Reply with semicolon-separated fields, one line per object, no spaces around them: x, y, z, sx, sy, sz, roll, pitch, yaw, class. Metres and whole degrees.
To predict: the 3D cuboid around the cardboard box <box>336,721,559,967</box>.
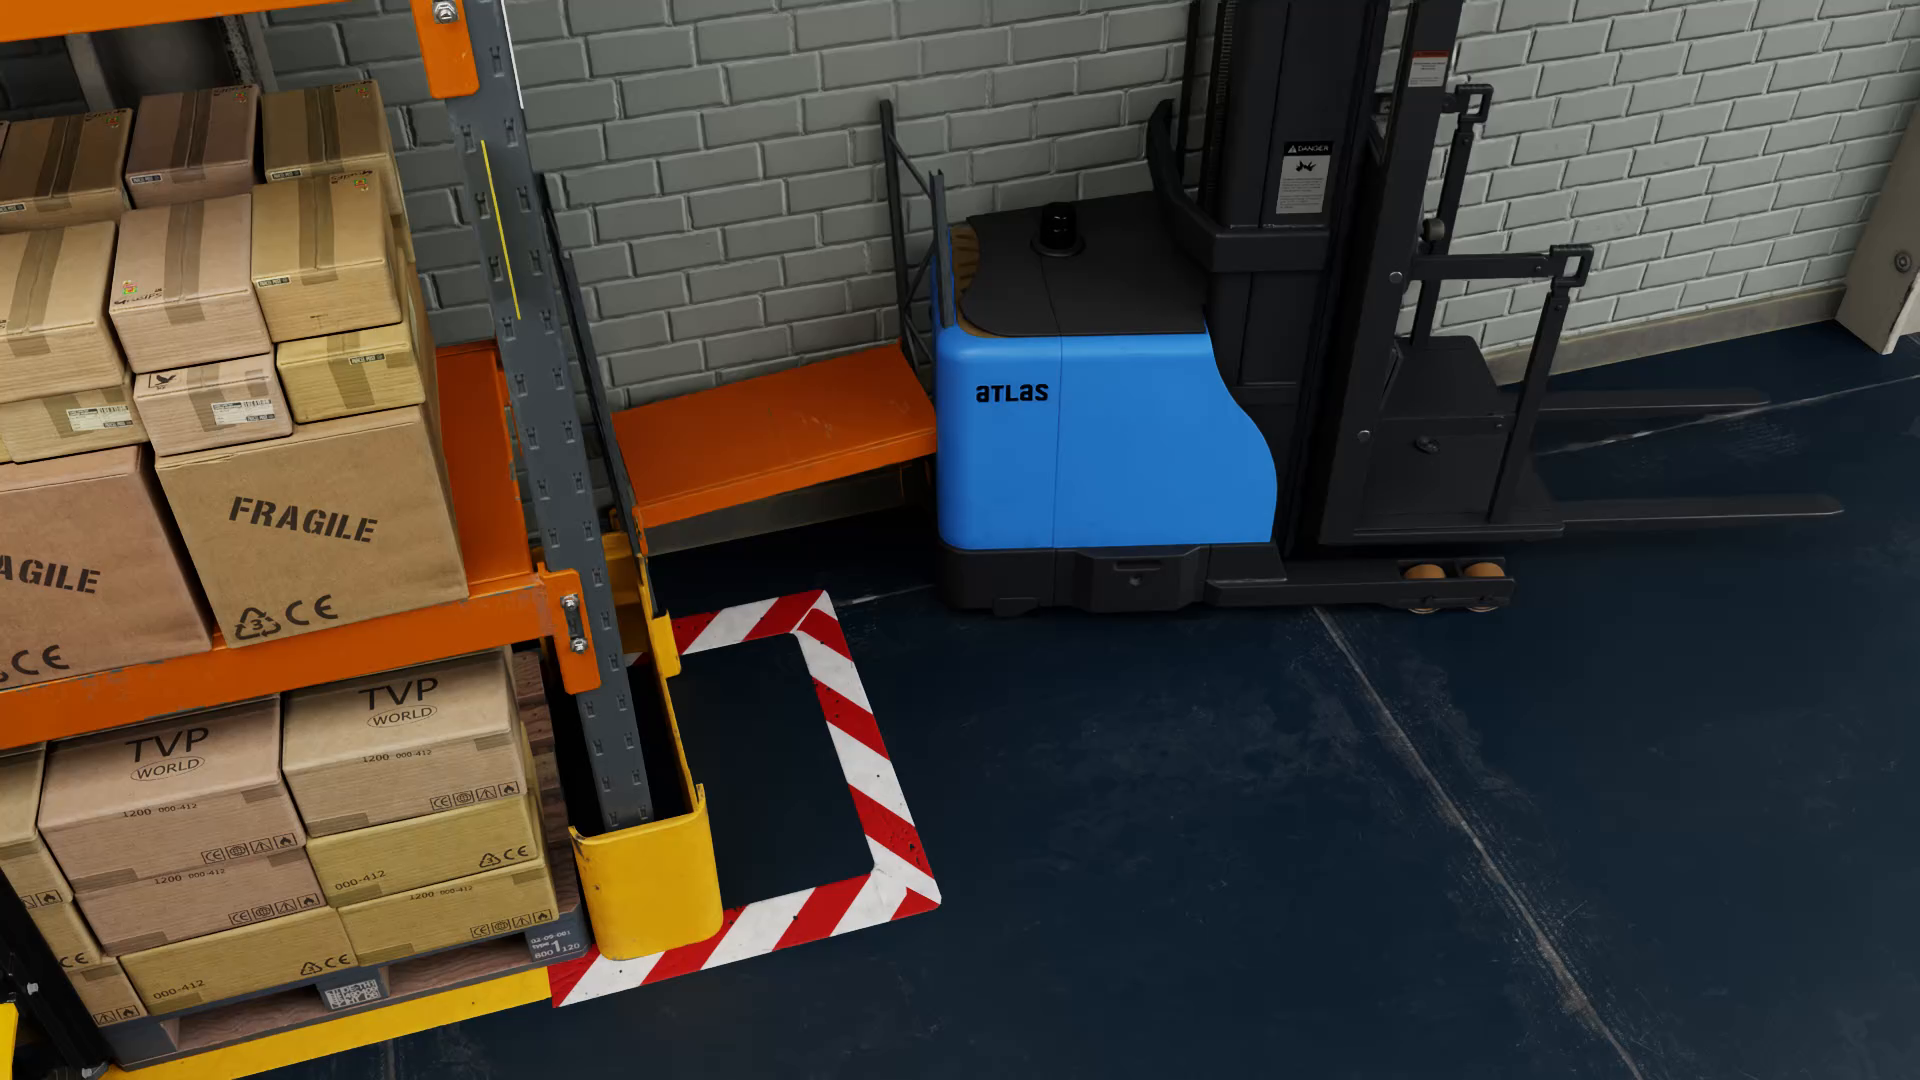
-1.347;0.783;4.344;0.500;0.250;0.500;-11;42;-13;cardboard box

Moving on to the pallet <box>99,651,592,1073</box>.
-1.711;0.842;4.625;1.213;0.211;1.003;-12;42;-13;pallet

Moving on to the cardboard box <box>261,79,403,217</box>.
-1.378;-0.847;3.644;0.250;0.149;0.380;-12;43;-14;cardboard box

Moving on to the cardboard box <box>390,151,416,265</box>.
-1.395;-0.763;3.774;0.250;0.149;0.380;-13;43;-14;cardboard box

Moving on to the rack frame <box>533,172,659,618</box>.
-1.055;-0.310;4.959;0.032;1.500;0.500;-15;42;-13;rack frame

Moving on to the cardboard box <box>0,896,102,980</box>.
-2.332;0.804;3.941;0.500;0.250;0.500;-13;43;-14;cardboard box

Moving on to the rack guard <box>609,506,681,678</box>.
-1.019;0.159;5.370;0.087;0.250;0.587;-15;42;-13;rack guard

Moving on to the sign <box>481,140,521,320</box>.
-0.844;-0.567;3.059;0.005;0.325;0.100;-12;42;-13;sign

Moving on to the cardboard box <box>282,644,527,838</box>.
-1.339;0.402;4.020;0.500;0.250;0.500;-10;42;-12;cardboard box

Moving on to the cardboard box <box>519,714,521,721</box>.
-1.521;0.466;4.707;0.500;0.250;0.500;-12;42;-13;cardboard box

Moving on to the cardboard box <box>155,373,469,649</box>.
-1.384;-0.161;3.578;0.500;0.500;0.500;-13;43;-14;cardboard box

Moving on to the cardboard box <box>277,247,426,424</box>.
-1.240;-0.423;3.385;0.250;0.149;0.380;-11;42;-12;cardboard box

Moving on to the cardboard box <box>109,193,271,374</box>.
-1.498;-0.508;3.256;0.250;0.149;0.380;-12;42;-13;cardboard box

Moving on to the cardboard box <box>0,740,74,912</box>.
-2.303;0.613;3.779;0.500;0.250;0.500;-11;42;-13;cardboard box

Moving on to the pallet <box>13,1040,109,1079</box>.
-2.872;1.081;4.352;1.213;0.211;1.003;-12;42;-13;pallet

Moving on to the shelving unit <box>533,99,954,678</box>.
-0.585;-0.440;5.067;1.083;1.500;0.587;-15;42;-13;shelving unit

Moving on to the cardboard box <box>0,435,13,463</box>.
-1.981;-0.299;3.243;0.250;0.149;0.380;-12;43;-13;cardboard box

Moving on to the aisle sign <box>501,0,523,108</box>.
-0.843;-1.193;2.860;0.004;0.787;0.394;-12;42;-13;aisle sign

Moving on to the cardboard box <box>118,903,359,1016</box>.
-1.824;0.876;4.239;0.500;0.250;0.500;-12;42;-13;cardboard box

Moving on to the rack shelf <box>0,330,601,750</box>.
-2.901;0.281;3.695;4.000;0.370;1.077;-12;42;-13;rack shelf

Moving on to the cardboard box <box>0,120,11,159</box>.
-2.126;-0.716;3.494;0.250;0.149;0.380;-11;42;-13;cardboard box

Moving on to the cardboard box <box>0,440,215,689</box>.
-1.882;-0.064;3.468;0.500;0.500;0.500;-10;42;-12;cardboard box

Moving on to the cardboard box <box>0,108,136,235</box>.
-1.885;-0.755;3.540;0.250;0.149;0.380;-11;42;-12;cardboard box

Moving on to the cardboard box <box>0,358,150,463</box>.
-1.741;-0.341;3.291;0.250;0.149;0.380;-11;42;-12;cardboard box

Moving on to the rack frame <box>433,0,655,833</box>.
-0.994;-0.385;3.911;0.127;3.000;1.000;-12;42;-13;rack frame

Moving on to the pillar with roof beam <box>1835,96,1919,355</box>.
5.088;-1.557;0.692;0.400;9.000;9.100;-12;42;-13;pillar with roof beam

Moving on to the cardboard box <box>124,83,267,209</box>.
-1.651;-0.834;3.629;0.250;0.149;0.380;-10;42;-12;cardboard box

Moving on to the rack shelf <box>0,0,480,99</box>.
-2.901;-0.849;2.708;4.000;0.370;1.077;-12;42;-13;rack shelf

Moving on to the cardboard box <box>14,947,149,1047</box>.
-2.304;0.969;4.132;0.500;0.250;0.500;-11;42;-13;cardboard box

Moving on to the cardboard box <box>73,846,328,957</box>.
-1.846;0.689;4.073;0.500;0.250;0.500;-12;43;-13;cardboard box

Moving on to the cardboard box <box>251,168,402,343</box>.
-1.272;-0.576;3.335;0.250;0.149;0.380;-12;42;-13;cardboard box

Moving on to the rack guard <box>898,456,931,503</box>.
-0.082;-0.100;5.587;0.087;0.250;0.587;-15;42;-13;rack guard

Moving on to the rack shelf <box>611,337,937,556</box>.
-0.567;-0.307;5.188;1.000;0.185;0.538;-15;42;-13;rack shelf

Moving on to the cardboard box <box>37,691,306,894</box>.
-1.824;0.507;3.901;0.500;0.250;0.500;-11;42;-12;cardboard box

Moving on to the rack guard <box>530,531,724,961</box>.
-0.971;0.551;4.739;0.348;0.500;1.175;-12;42;-13;rack guard

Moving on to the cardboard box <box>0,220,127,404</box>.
-1.739;-0.439;3.178;0.250;0.149;0.380;-11;42;-12;cardboard box

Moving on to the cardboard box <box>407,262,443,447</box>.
-1.550;-0.499;3.966;0.500;0.500;0.500;-10;42;-12;cardboard box

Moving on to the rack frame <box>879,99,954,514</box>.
-0.099;-0.574;5.180;0.032;1.500;0.500;-15;42;-13;rack frame

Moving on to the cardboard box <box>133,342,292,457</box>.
-1.475;-0.354;3.306;0.250;0.149;0.380;-11;42;-12;cardboard box

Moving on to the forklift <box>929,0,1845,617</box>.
1.415;-1.211;4.908;3.031;2.935;1.130;-2;41;-2;forklift

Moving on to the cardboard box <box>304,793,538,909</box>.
-1.364;0.596;4.178;0.500;0.250;0.500;-12;43;-14;cardboard box
